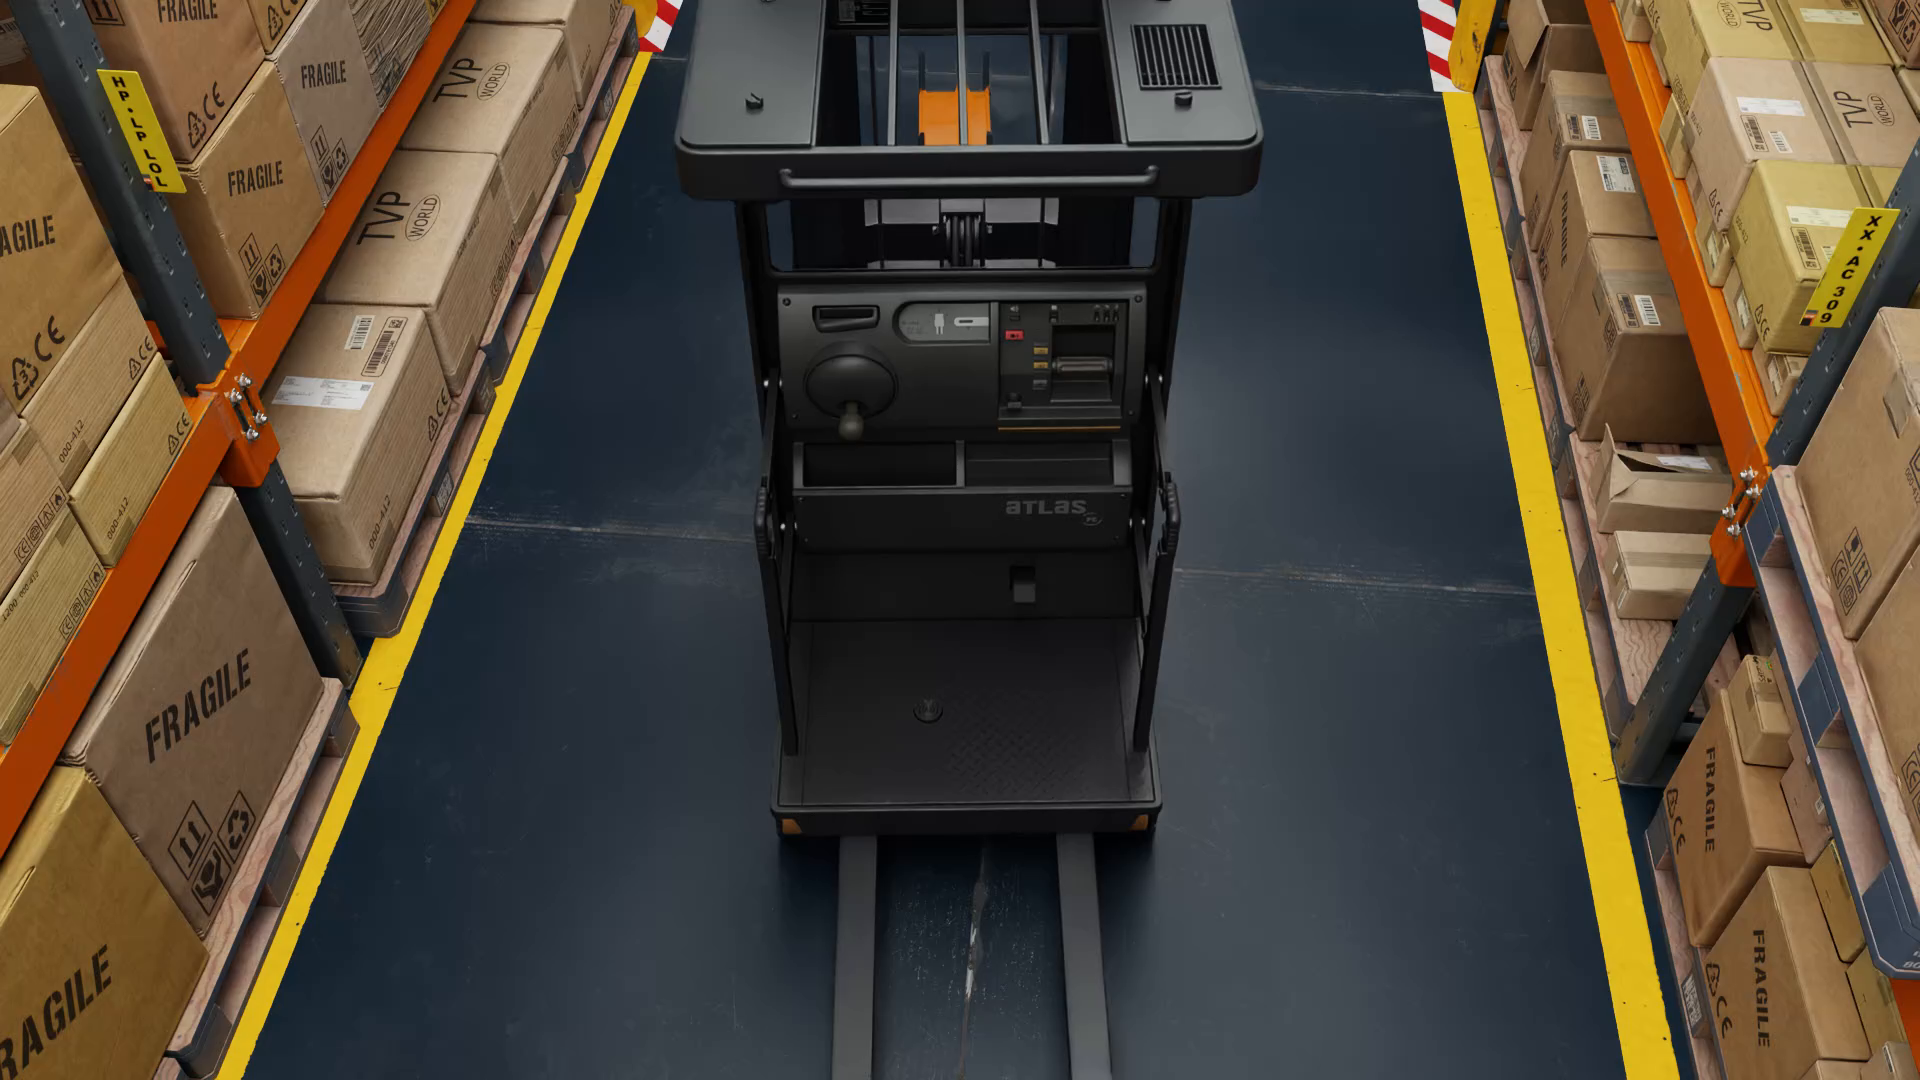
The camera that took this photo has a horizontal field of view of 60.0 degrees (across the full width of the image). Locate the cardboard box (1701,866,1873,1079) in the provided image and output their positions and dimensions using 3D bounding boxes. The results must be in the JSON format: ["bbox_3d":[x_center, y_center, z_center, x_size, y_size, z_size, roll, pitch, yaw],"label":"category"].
[{"bbox_3d":[2.202,1.159,4.067,0.500,0.500,0.500,3,48,3],"label":"cardboard box"}]

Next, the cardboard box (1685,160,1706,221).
[{"bbox_3d":[2.339,-1.018,4.819,0.380,0.149,0.250,5,48,5],"label":"cardboard box"}]

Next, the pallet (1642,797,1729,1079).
[{"bbox_3d":[2.472,1.266,4.449,1.003,0.211,1.213,4,48,4],"label":"pallet"}]

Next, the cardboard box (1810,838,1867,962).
[{"bbox_3d":[2.251,0.851,3.909,0.380,0.149,0.250,2,48,2],"label":"cardboard box"}]

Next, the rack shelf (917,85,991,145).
[{"bbox_3d":[-0.018,-1.346,5.635,0.258,0.148,0.480,-1,48,-1],"label":"rack shelf"}]

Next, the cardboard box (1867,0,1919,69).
[{"bbox_3d":[2.910,-1.655,4.623,0.500,0.500,0.500,3,48,2],"label":"cardboard box"}]

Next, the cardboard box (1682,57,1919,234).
[{"bbox_3d":[2.343,-1.085,4.610,0.500,0.250,0.500,4,48,4],"label":"cardboard box"}]

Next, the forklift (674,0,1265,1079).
[{"bbox_3d":[0.012,-0.356,4.089,1.130,2.935,3.031,-1,48,-1],"label":"forklift"}]

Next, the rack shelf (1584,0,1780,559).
[{"bbox_3d":[2.691,-1.503,5.579,1.077,0.370,4.000,4,48,4],"label":"rack shelf"}]

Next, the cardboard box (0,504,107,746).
[{"bbox_3d":[-2.272,0.165,3.668,0.500,0.250,0.500,3,48,3],"label":"cardboard box"}]

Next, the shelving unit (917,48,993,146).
[{"bbox_3d":[-0.018,-1.080,5.925,0.258,1.200,0.503,-1,48,-1],"label":"shelving unit"}]

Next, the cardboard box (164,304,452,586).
[{"bbox_3d":[-2.270,-0.338,5.478,0.875,0.438,0.875,3,48,3],"label":"cardboard box"}]

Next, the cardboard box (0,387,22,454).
[{"bbox_3d":[-2.265,-0.252,3.202,0.500,0.500,0.500,5,48,4],"label":"cardboard box"}]

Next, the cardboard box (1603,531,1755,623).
[{"bbox_3d":[2.267,0.116,5.259,0.380,0.149,0.250,3,48,2],"label":"cardboard box"}]

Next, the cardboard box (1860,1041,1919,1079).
[{"bbox_3d":[2.180,1.235,3.558,0.380,0.149,0.250,4,48,3],"label":"cardboard box"}]

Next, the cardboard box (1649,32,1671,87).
[{"bbox_3d":[2.445,-1.575,5.328,0.380,0.149,0.250,4,48,3],"label":"cardboard box"}]

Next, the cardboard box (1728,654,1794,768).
[{"bbox_3d":[2.211,0.453,4.273,0.380,0.149,0.250,6,48,5],"label":"cardboard box"}]

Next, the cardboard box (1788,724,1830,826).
[{"bbox_3d":[2.235,0.547,3.985,0.380,0.149,0.250,2,48,2],"label":"cardboard box"}]

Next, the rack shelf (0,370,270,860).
[{"bbox_3d":[-2.617,1.106,3.193,1.077,0.370,4.000,4,48,4],"label":"rack shelf"}]

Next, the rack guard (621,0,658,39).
[{"bbox_3d":[-2.068,-2.720,7.899,1.175,0.500,0.348,4,48,4],"label":"rack guard"}]

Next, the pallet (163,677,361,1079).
[{"bbox_3d":[-2.430,0.906,4.778,1.003,0.211,1.213,4,48,4],"label":"pallet"}]

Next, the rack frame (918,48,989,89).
[{"bbox_3d":[-0.021,-1.261,6.090,0.240,1.200,0.015,-1,48,-1],"label":"rack frame"}]

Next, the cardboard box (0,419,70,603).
[{"bbox_3d":[-2.271,-0.017,3.495,0.500,0.250,0.500,5,48,4],"label":"cardboard box"}]

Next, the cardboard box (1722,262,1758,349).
[{"bbox_3d":[2.289,-0.635,4.468,0.380,0.149,0.250,5,48,5],"label":"cardboard box"}]

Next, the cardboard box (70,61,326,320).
[{"bbox_3d":[-2.131,-0.968,4.535,0.500,0.500,0.500,5,48,5],"label":"cardboard box"}]

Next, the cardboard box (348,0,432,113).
[{"bbox_3d":[-2.029,-1.702,5.206,0.500,0.500,0.500,4,48,4],"label":"cardboard box"}]

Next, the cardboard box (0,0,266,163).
[{"bbox_3d":[-2.150,-1.312,4.171,0.500,0.500,0.500,4,48,4],"label":"cardboard box"}]

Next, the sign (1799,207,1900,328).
[{"bbox_3d":[1.968,-0.599,3.678,0.100,0.325,0.005,4,48,4],"label":"sign"}]

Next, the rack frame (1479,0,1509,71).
[{"bbox_3d":[2.873,-3.215,6.658,1.000,3.000,0.127,4,48,4],"label":"rack frame"}]

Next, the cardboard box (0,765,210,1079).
[{"bbox_3d":[-2.486,1.094,3.872,0.875,0.875,0.875,5,48,5],"label":"cardboard box"}]

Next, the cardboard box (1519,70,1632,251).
[{"bbox_3d":[2.607,-1.444,6.448,0.700,0.500,0.500,6,48,5],"label":"cardboard box"}]

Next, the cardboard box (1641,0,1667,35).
[{"bbox_3d":[2.450,-1.829,5.290,0.500,0.250,0.500,3,48,3],"label":"cardboard box"}]

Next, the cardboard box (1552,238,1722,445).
[{"bbox_3d":[2.512,-0.682,5.750,0.700,0.500,0.500,2,48,2],"label":"cardboard box"}]

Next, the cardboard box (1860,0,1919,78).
[{"bbox_3d":[2.911,-1.419,4.915,0.500,0.250,0.500,5,48,4],"label":"cardboard box"}]

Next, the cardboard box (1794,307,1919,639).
[{"bbox_3d":[2.242,-0.111,3.466,0.700,0.500,0.500,5,48,5],"label":"cardboard box"}]

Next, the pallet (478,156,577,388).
[{"bbox_3d":[-2.179,-1.118,6.630,1.003,0.211,1.213,4,48,4],"label":"pallet"}]

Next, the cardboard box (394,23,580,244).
[{"bbox_3d":[-2.106,-1.658,6.686,0.875,0.438,0.875,5,48,5],"label":"cardboard box"}]

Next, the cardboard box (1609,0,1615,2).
[{"bbox_3d":[2.403,-1.964,5.684,0.380,0.149,0.250,3,48,2],"label":"cardboard box"}]

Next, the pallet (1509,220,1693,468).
[{"bbox_3d":[2.681,-0.738,6.282,1.003,0.211,1.213,4,48,4],"label":"pallet"}]

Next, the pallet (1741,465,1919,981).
[{"bbox_3d":[2.327,0.369,3.510,1.003,0.211,1.213,4,48,4],"label":"pallet"}]
